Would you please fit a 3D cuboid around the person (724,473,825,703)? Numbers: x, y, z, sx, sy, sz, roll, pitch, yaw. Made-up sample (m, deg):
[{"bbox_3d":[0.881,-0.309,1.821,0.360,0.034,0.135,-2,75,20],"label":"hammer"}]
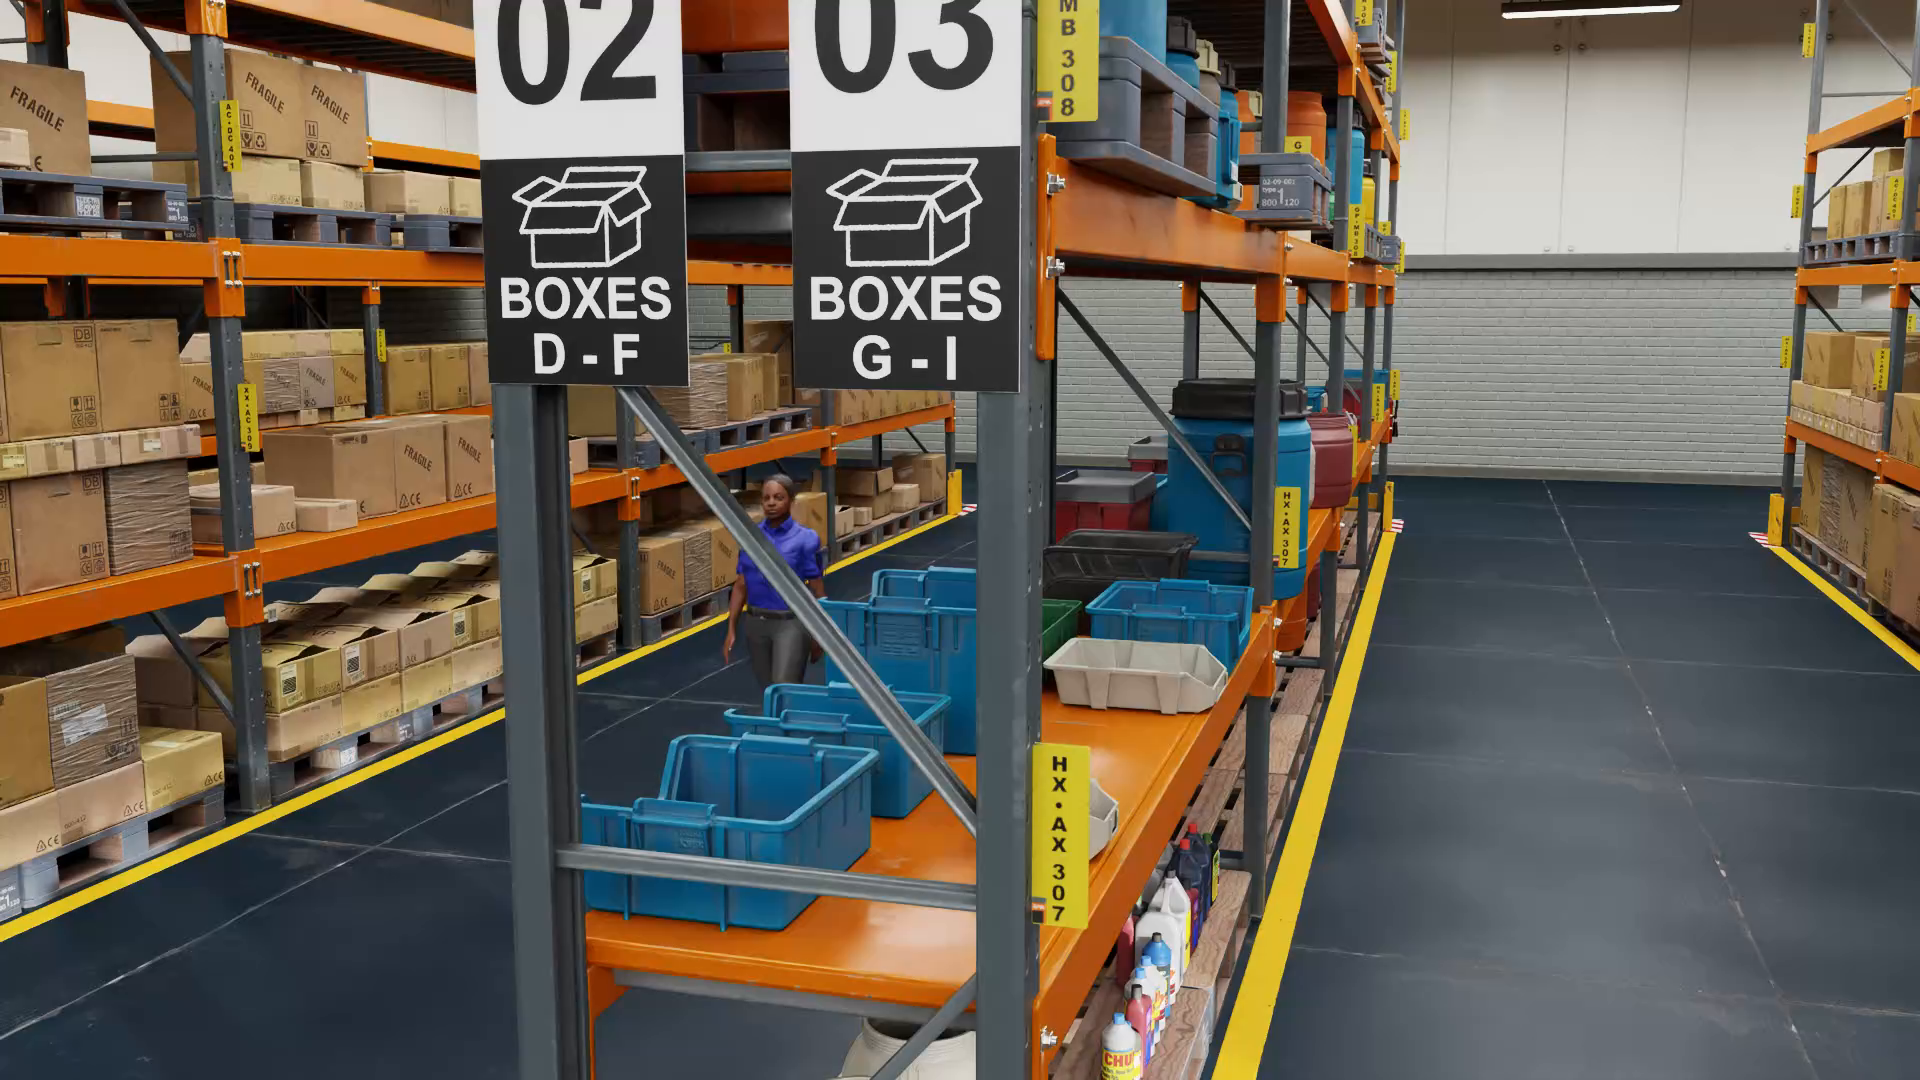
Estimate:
[{"bbox_3d":[-0.948,0.529,8.435,0.441,1.723,0.623,4,9,25],"label":"person"}]
